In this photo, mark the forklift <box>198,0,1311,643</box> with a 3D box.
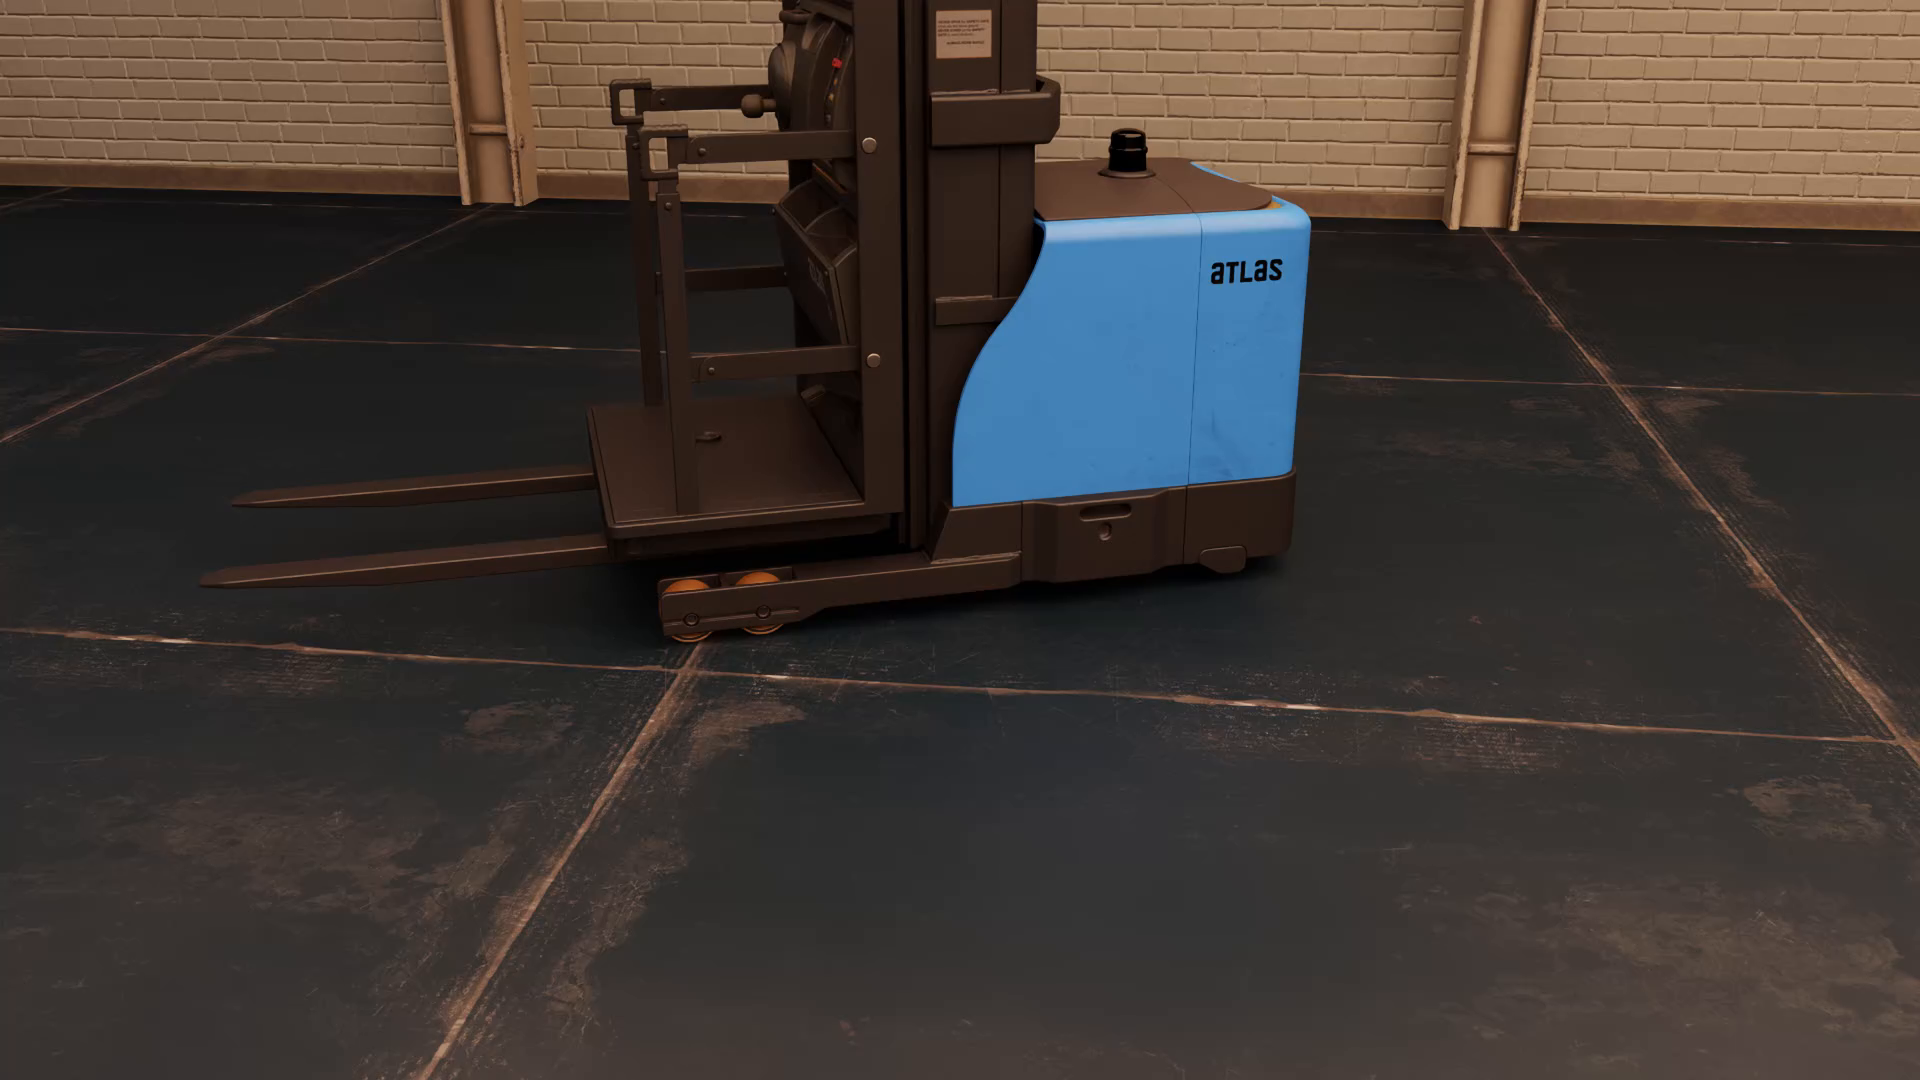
[{"bbox_3d":[-0.588,-1.301,4.485,3.031,2.935,1.130,-6,23,-14],"label":"forklift"}]
